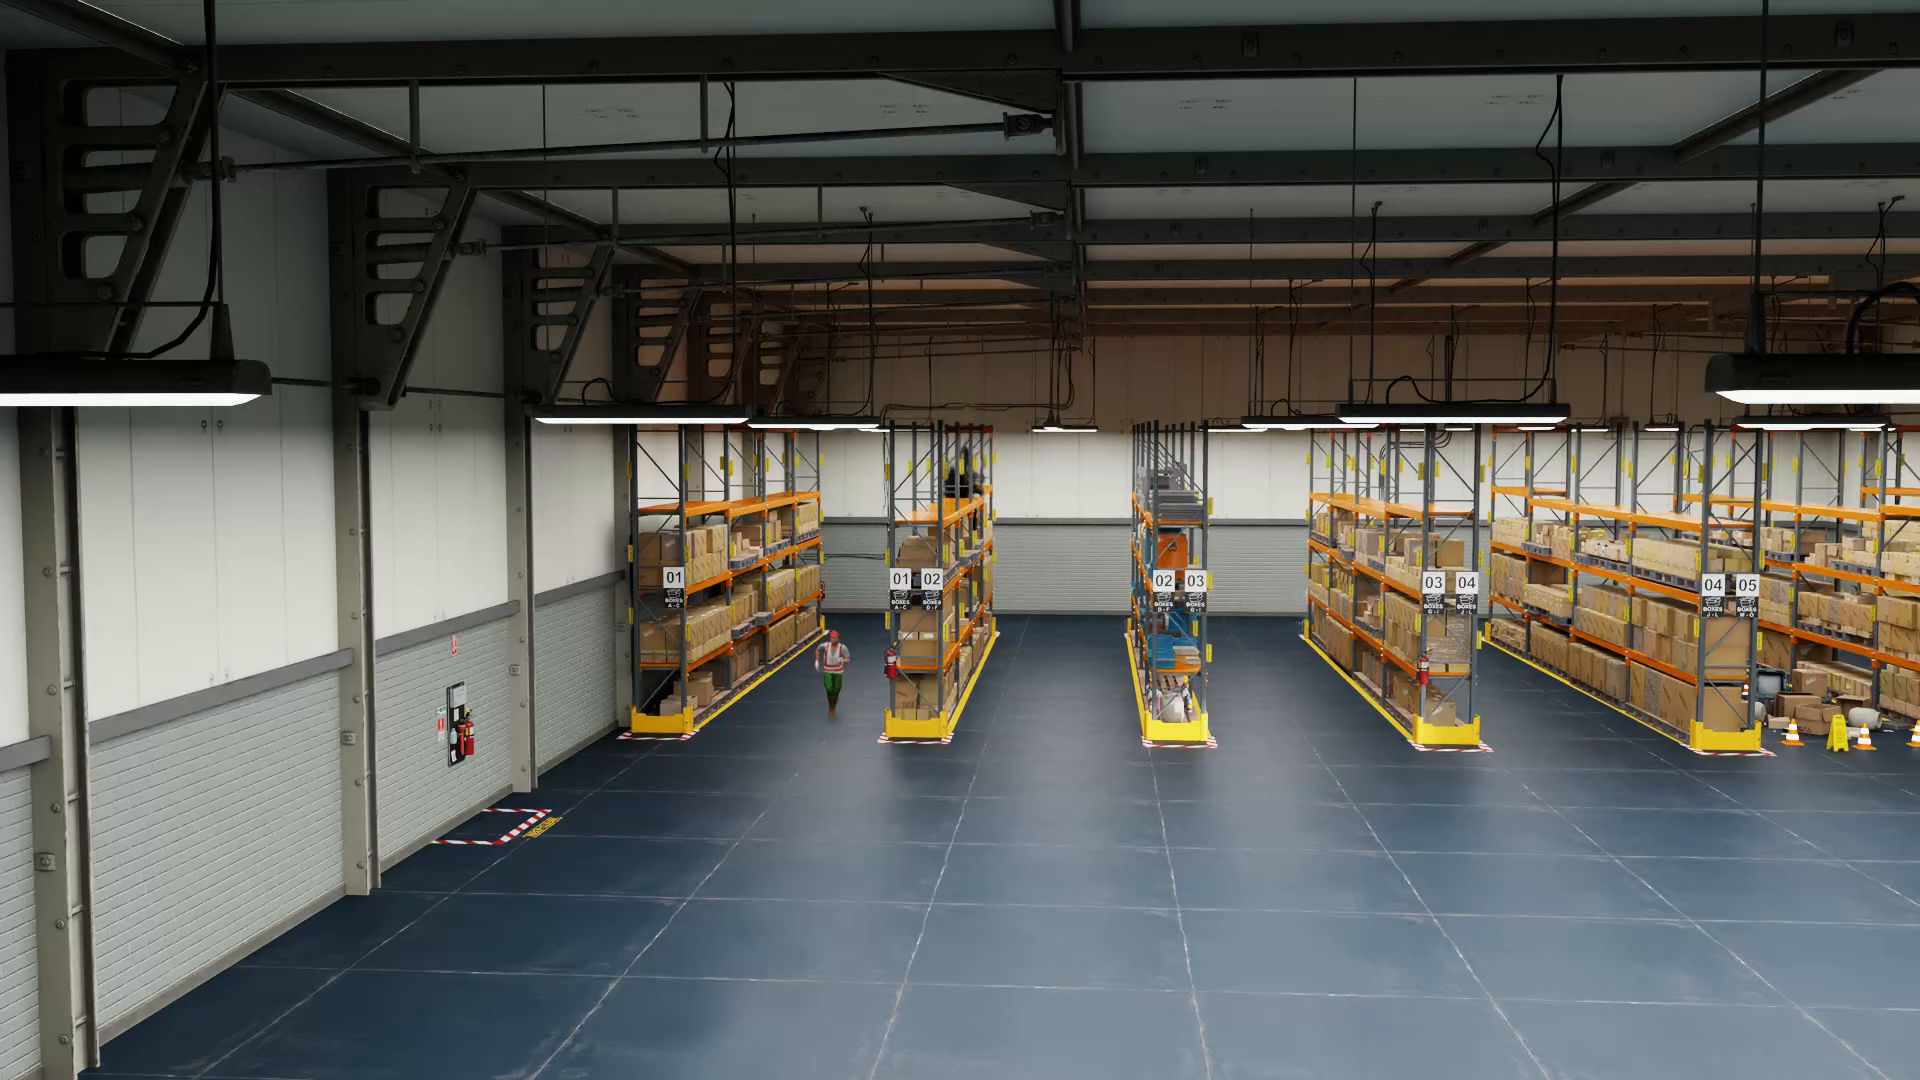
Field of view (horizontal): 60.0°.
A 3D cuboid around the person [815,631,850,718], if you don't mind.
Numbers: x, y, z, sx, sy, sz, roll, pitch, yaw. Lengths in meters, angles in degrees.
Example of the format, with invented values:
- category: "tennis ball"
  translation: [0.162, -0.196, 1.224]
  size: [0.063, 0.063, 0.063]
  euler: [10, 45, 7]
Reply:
- category: "person"
  translation: [-2.574, 2.702, 33.611]
  size: [0.693, 1.767, 0.826]
  euler: [0, 4, -5]

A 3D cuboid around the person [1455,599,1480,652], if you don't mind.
- category: "person"
  translation: [13.354, 2.055, 43.857]
  size: [0.697, 1.823, 0.938]
  euler: [0, 4, 6]
